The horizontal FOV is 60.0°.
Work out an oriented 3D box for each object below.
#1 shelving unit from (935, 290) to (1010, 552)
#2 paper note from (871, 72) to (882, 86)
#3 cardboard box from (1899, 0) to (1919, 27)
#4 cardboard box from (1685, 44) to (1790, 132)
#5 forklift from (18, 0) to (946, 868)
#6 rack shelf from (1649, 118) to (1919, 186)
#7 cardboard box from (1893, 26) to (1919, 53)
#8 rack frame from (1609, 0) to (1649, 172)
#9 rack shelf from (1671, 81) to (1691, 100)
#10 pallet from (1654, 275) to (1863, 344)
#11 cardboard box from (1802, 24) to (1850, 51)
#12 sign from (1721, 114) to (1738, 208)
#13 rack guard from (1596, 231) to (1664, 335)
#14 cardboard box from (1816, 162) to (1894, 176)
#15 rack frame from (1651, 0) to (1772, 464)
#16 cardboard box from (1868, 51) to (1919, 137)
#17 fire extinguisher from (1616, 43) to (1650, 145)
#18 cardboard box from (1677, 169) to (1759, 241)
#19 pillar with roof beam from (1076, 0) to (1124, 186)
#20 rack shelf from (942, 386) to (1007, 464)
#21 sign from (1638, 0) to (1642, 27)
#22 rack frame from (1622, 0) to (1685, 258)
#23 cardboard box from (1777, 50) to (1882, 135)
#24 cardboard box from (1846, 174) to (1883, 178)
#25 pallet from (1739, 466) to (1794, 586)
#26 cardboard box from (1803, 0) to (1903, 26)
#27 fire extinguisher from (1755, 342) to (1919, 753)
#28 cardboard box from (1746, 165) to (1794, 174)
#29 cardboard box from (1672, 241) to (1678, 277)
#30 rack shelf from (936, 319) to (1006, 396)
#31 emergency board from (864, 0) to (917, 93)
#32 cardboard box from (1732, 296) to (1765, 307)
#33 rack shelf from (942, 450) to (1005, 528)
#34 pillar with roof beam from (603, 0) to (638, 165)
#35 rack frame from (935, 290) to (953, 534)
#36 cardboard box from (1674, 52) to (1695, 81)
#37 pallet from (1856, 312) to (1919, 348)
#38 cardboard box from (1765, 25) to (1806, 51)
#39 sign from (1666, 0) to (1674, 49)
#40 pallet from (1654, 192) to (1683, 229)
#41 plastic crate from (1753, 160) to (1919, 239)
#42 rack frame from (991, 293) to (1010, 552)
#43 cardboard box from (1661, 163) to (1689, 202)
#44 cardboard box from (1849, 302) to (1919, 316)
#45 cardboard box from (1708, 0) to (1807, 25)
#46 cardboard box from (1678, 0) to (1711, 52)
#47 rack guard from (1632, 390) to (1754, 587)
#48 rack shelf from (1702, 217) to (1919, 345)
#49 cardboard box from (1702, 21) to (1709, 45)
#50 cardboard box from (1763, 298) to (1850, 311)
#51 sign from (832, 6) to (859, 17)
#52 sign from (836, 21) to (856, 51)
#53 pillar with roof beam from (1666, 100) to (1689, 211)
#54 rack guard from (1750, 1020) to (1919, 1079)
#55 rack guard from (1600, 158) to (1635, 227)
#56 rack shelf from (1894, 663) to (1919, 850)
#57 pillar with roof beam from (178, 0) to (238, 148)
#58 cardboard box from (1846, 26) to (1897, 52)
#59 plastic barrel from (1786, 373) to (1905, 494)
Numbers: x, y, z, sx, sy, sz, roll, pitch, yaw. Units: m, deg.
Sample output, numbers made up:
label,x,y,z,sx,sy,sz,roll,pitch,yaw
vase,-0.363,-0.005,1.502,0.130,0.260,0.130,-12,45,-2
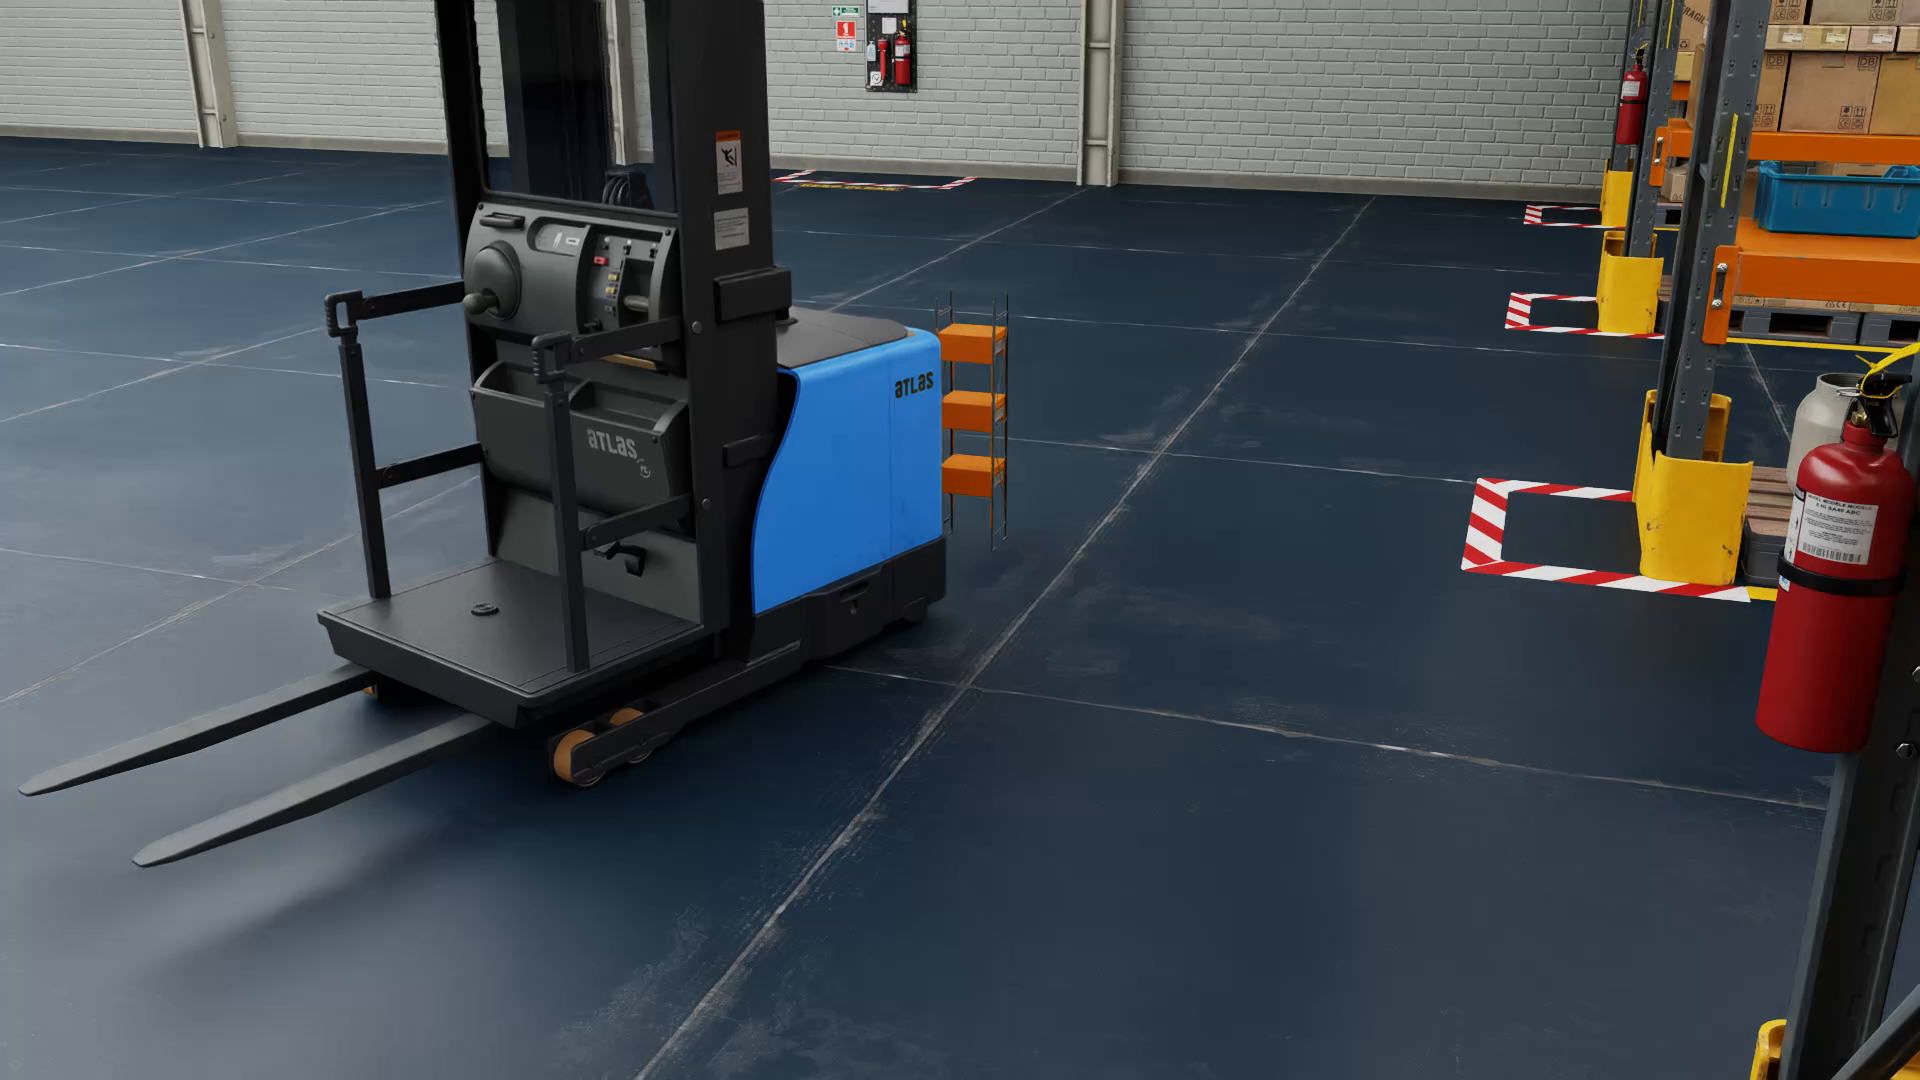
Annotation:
label,x,y,z,sx,sy,sz,roll,pitch,yaw
shelving unit,0.051,-0.490,6.887,0.252,1.050,0.215,7,20,18
paper note,-0.950,-5.246,18.908,0.142,0.148,0.016,7,20,18
cardboard box,6.078,-3.451,10.297,0.500,0.500,0.700,7,20,18
cardboard box,5.053,-2.953,10.840,0.500,0.500,0.700,7,20,18
forklift,-1.350,-0.831,5.007,1.130,2.935,3.031,14,24,35
rack shelf,6.506,-2.405,10.511,4.000,0.370,1.077,7,20,18
cardboard box,5.892,-3.094,10.257,0.250,0.149,0.380,6,20,16
rack frame,6.239,-4.501,15.432,0.127,3.000,1.000,7,20,18
rack shelf,8.128,-3.946,14.931,4.000,0.370,1.077,7,20,18
pallet,5.353,-1.574,11.272,1.213,0.211,1.003,7,20,18
cardboard box,5.402,-3.150,10.418,0.250,0.149,0.380,7,20,18
sign,2.803,-1.381,6.061,0.005,0.325,0.100,7,20,18
rack guard,4.594,-1.783,11.431,0.348,0.500,1.175,7,20,18
cardboard box,8.078,-3.270,15.028,0.500,0.500,0.700,5,20,15
rack frame,2.987,-1.421,6.595,0.127,3.000,1.000,7,20,18
cardboard box,6.018,-2.843,10.523,0.500,0.500,0.700,7,20,18
fire extinguisher,4.657,-3.081,11.476,0.183,0.674,0.296,7,20,18
cardboard box,5.221,-2.249,11.372,0.500,0.500,0.500,7,20,18
pillar with roof beam,0.103,-6.837,13.019,0.400,9.000,9.100,7,20,18
rack shelf,0.051,-0.480,6.890,0.240,0.259,0.215,7,20,18
sign,6.061,-4.741,14.806,0.005,0.325,0.100,7,20,18
rack frame,4.617,-2.961,11.013,0.127,3.000,1.000,7,20,18
cardboard box,5.551,-2.898,10.682,0.500,0.500,0.700,7,20,19
cardboard box,6.170,-2.146,11.075,0.500,0.500,0.500,7,20,18
pallet,3.840,-0.021,6.816,1.213,0.211,1.003,7,20,18
cardboard box,5.602,-3.505,10.452,0.500,0.500,0.700,6,20,17
fire extinguisher,1.405,0.000,2.637,0.183,0.674,0.296,7,20,18
cardboard box,7.401,-3.275,15.331,0.500,0.311,0.500,8,21,23
cardboard box,5.220,-1.895,11.493,0.500,0.250,0.500,7,20,18
rack shelf,0.051,-0.748,6.797,0.240,0.259,0.215,7,20,18
emergency board,-0.806,-5.622,18.646,0.643,1.169,0.194,7,20,18
cardboard box,5.050,-1.733,11.031,0.500,0.250,0.500,7,20,18
rack shelf,0.051,-0.218,6.982,0.240,0.259,0.215,7,20,18
pillar with roof beam,-5.564,-7.485,14.878,0.400,9.000,9.100,7,20,18
rack frame,-0.065,-0.503,6.925,0.008,1.050,0.200,7,20,18
cardboard box,6.595,-4.288,15.019,0.500,0.250,0.500,6,20,16
pallet,6.501,-1.442,10.892,1.213,0.211,1.003,7,20,18
cardboard box,5.167,-3.177,10.496,0.250,0.149,0.380,6,20,17
sign,4.429,-3.235,10.364,0.005,0.325,0.100,7,20,18
pallet,7.066,-3.078,15.585,1.213,0.211,1.003,7,20,18
plastic crate,3.558,-1.390,6.732,0.616,0.251,0.499,7,20,18
rack frame,0.166,-0.477,6.849,0.008,1.050,0.200,7,20,18
cardboard box,6.863,-3.337,15.508,0.500,0.311,0.500,4,20,12
cardboard box,5.996,-1.626,10.724,0.500,0.250,0.500,7,20,18
cardboard box,5.103,-3.560,10.610,0.500,0.500,0.700,7,20,18
cardboard box,6.591,-4.649,14.914,0.500,0.500,0.500,7,20,18
rack guard,3.075,-0.247,7.025,0.348,0.500,1.175,7,20,18
rack shelf,4.877,-0.865,6.094,4.000,0.370,1.077,7,20,18
cardboard box,5.040,-3.332,10.941,0.250,0.149,0.380,6,20,17
cardboard box,5.524,-1.681,10.880,0.500,0.250,0.500,7,20,18
sign,-1.293,-5.977,18.807,0.331,0.109,0.001,7,20,18
sign,-1.294,-5.730,18.904,0.234,0.329,0.001,7,20,18
pillar with roof beam,5.771,-6.189,11.160,0.400,9.000,9.100,7,20,18
rack guard,1.434,1.308,2.565,0.348,0.500,1.175,7,20,18
rack guard,6.310,-3.313,15.820,0.348,0.500,1.175,7,20,18
rack shelf,3.251,0.675,1.676,4.000,0.370,1.077,7,20,18
pillar with roof beam,-11.232,-8.133,16.737,0.400,9.000,9.100,7,20,18
cardboard box,5.640,-3.122,10.338,0.250,0.149,0.380,6,20,17
plastic barrel,3.634,-0.397,6.800,0.421,0.512,0.421,0,19,0
